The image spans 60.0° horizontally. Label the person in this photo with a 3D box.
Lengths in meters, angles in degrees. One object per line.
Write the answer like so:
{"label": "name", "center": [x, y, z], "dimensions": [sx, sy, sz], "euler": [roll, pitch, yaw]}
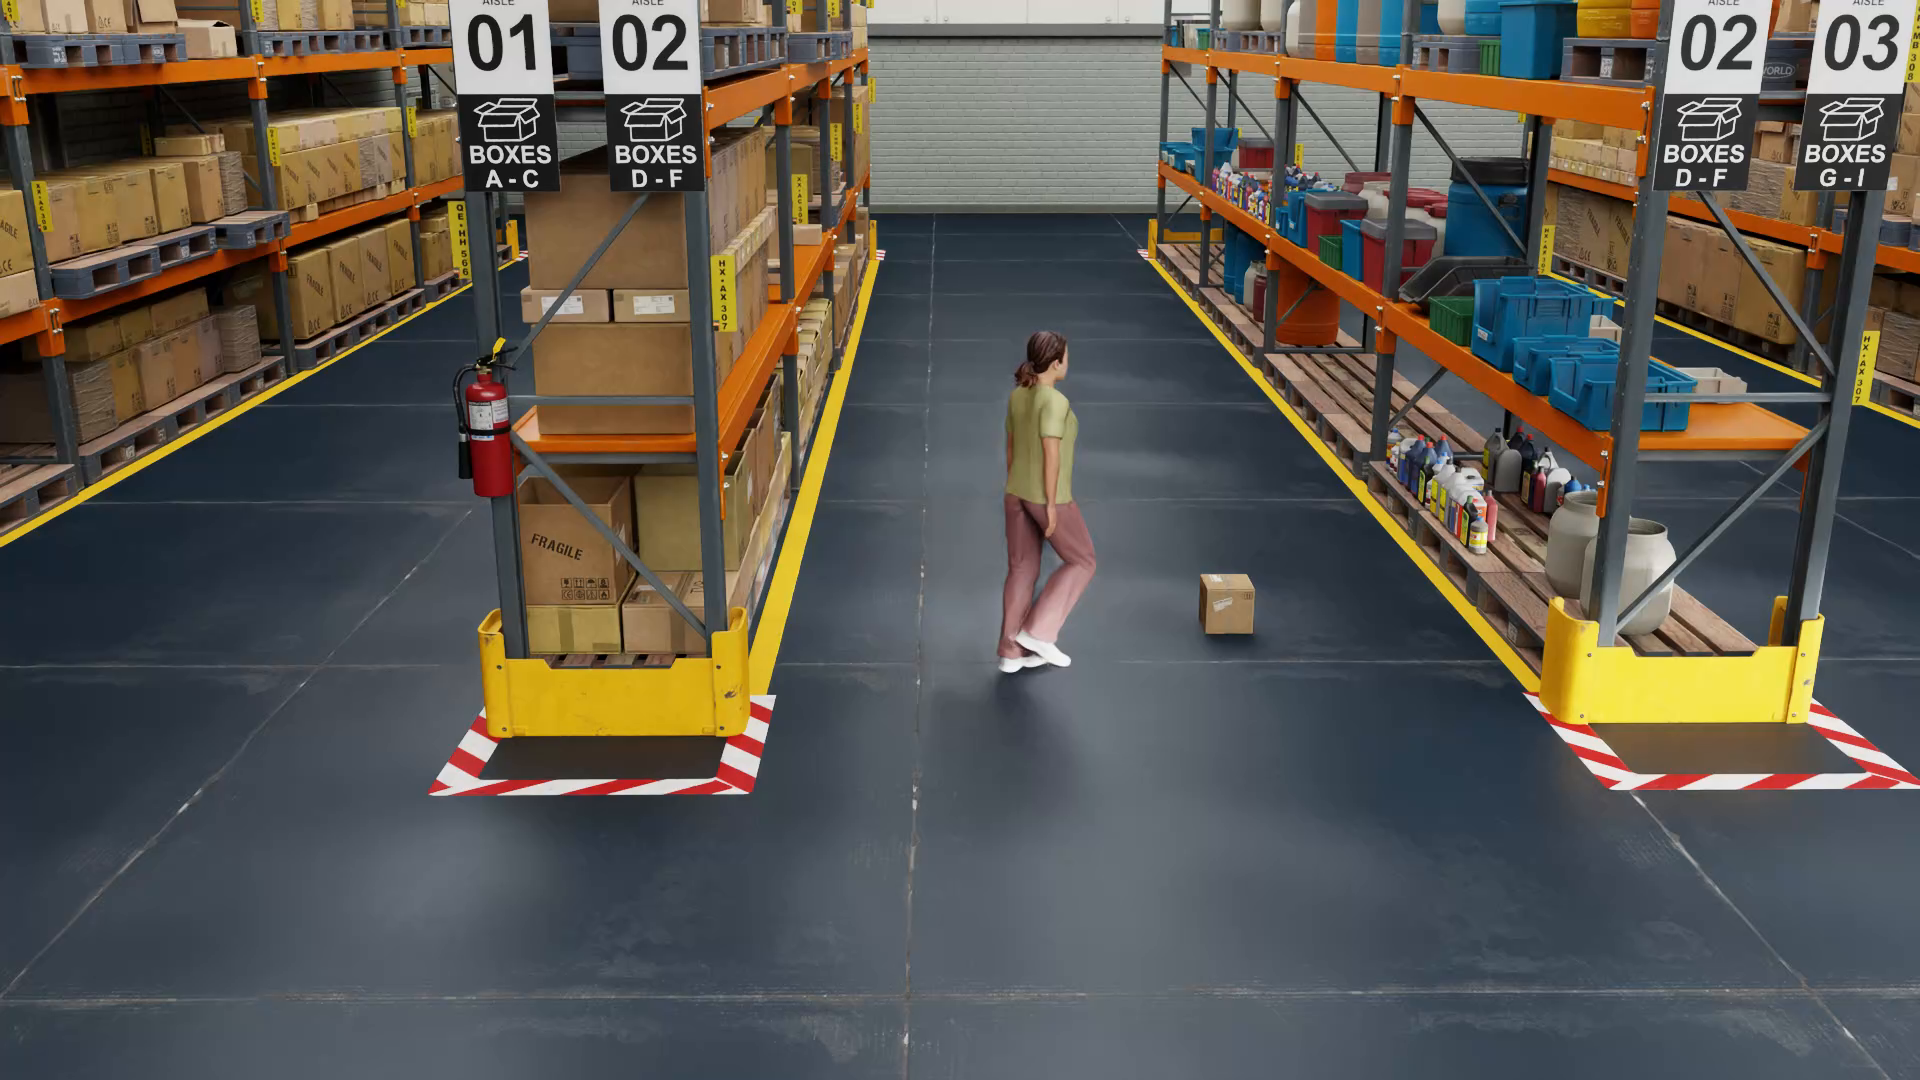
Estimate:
{"label": "person", "center": [0.373, -0.182, 8.085], "dimensions": [0.469, 1.658, 0.468], "euler": [-14, 22, -38]}
